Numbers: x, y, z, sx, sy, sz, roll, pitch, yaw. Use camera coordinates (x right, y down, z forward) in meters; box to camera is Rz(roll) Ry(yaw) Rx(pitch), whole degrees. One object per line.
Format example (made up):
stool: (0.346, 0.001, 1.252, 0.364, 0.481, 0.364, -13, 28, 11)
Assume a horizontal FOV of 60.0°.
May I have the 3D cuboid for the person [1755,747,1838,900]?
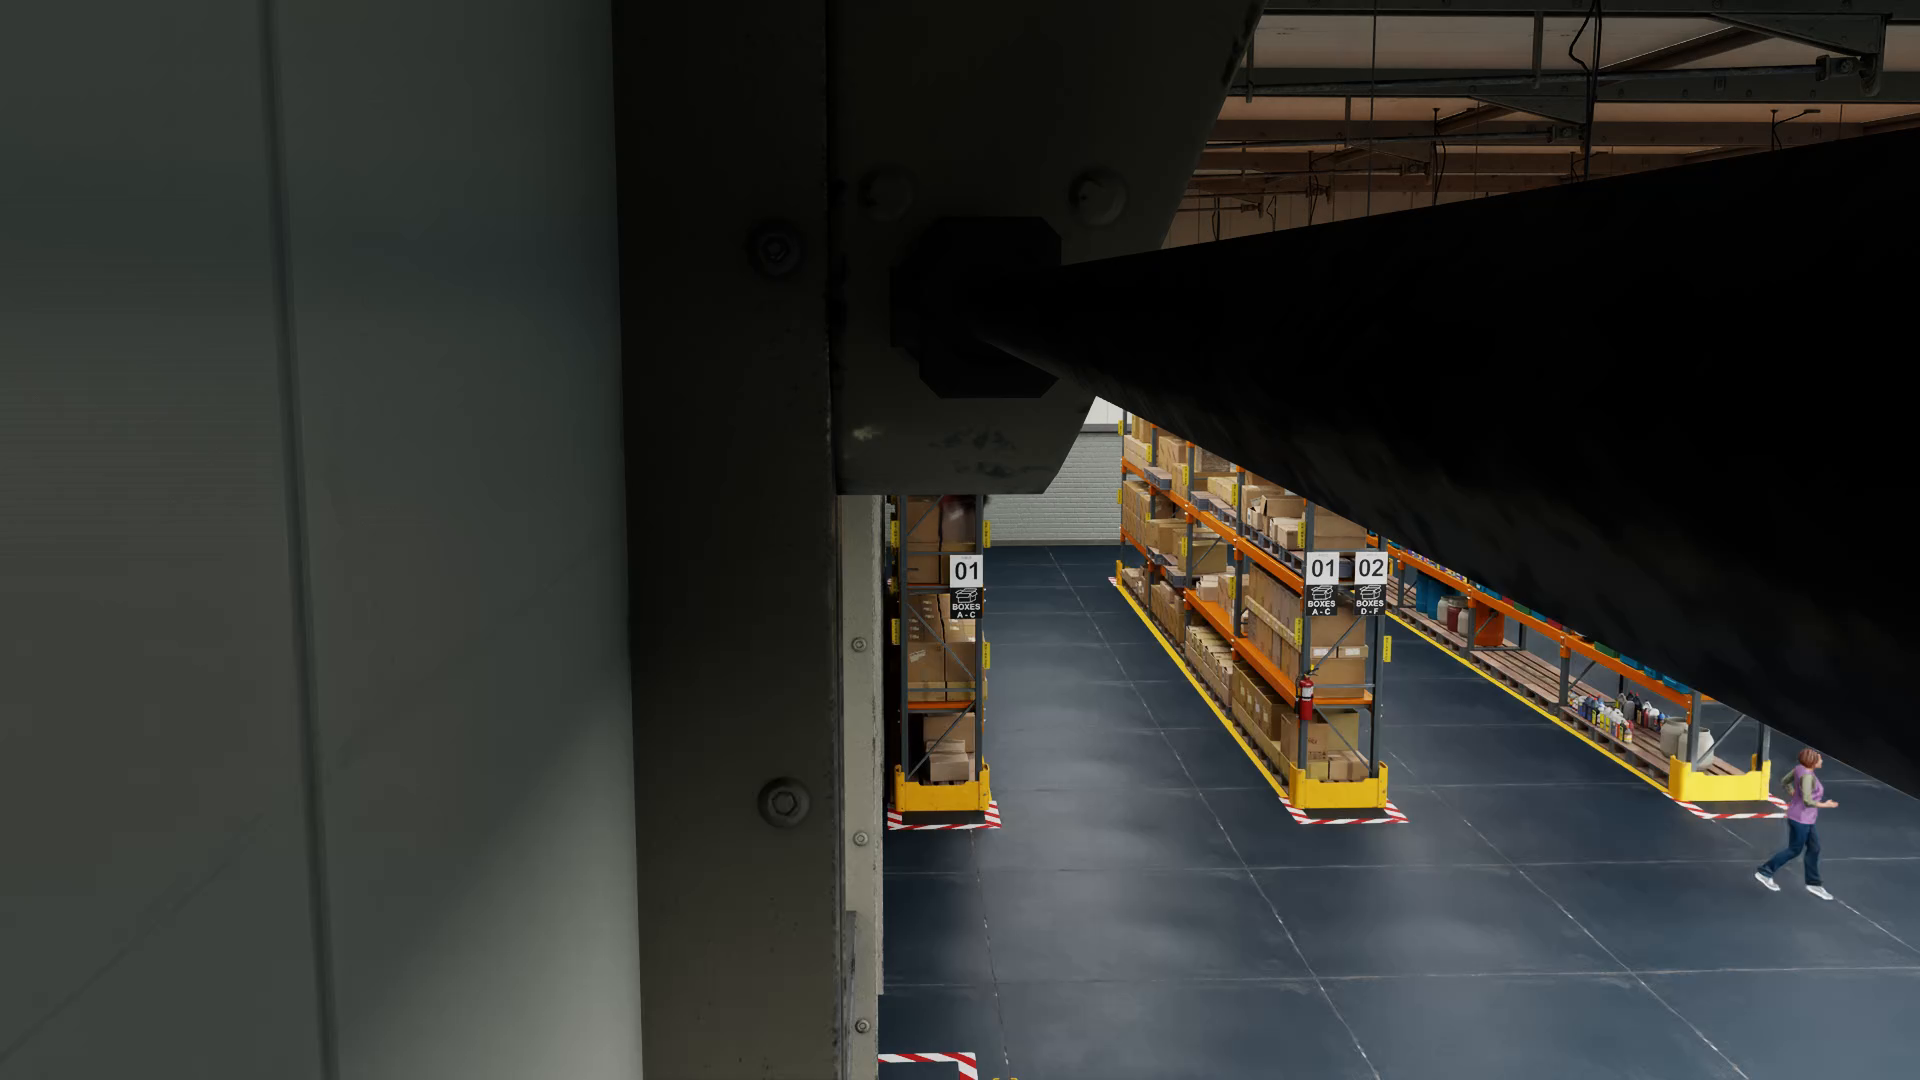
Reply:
person: (8.837, 2.971, 17.524, 0.758, 1.634, 0.557, 4, 9, 23)
